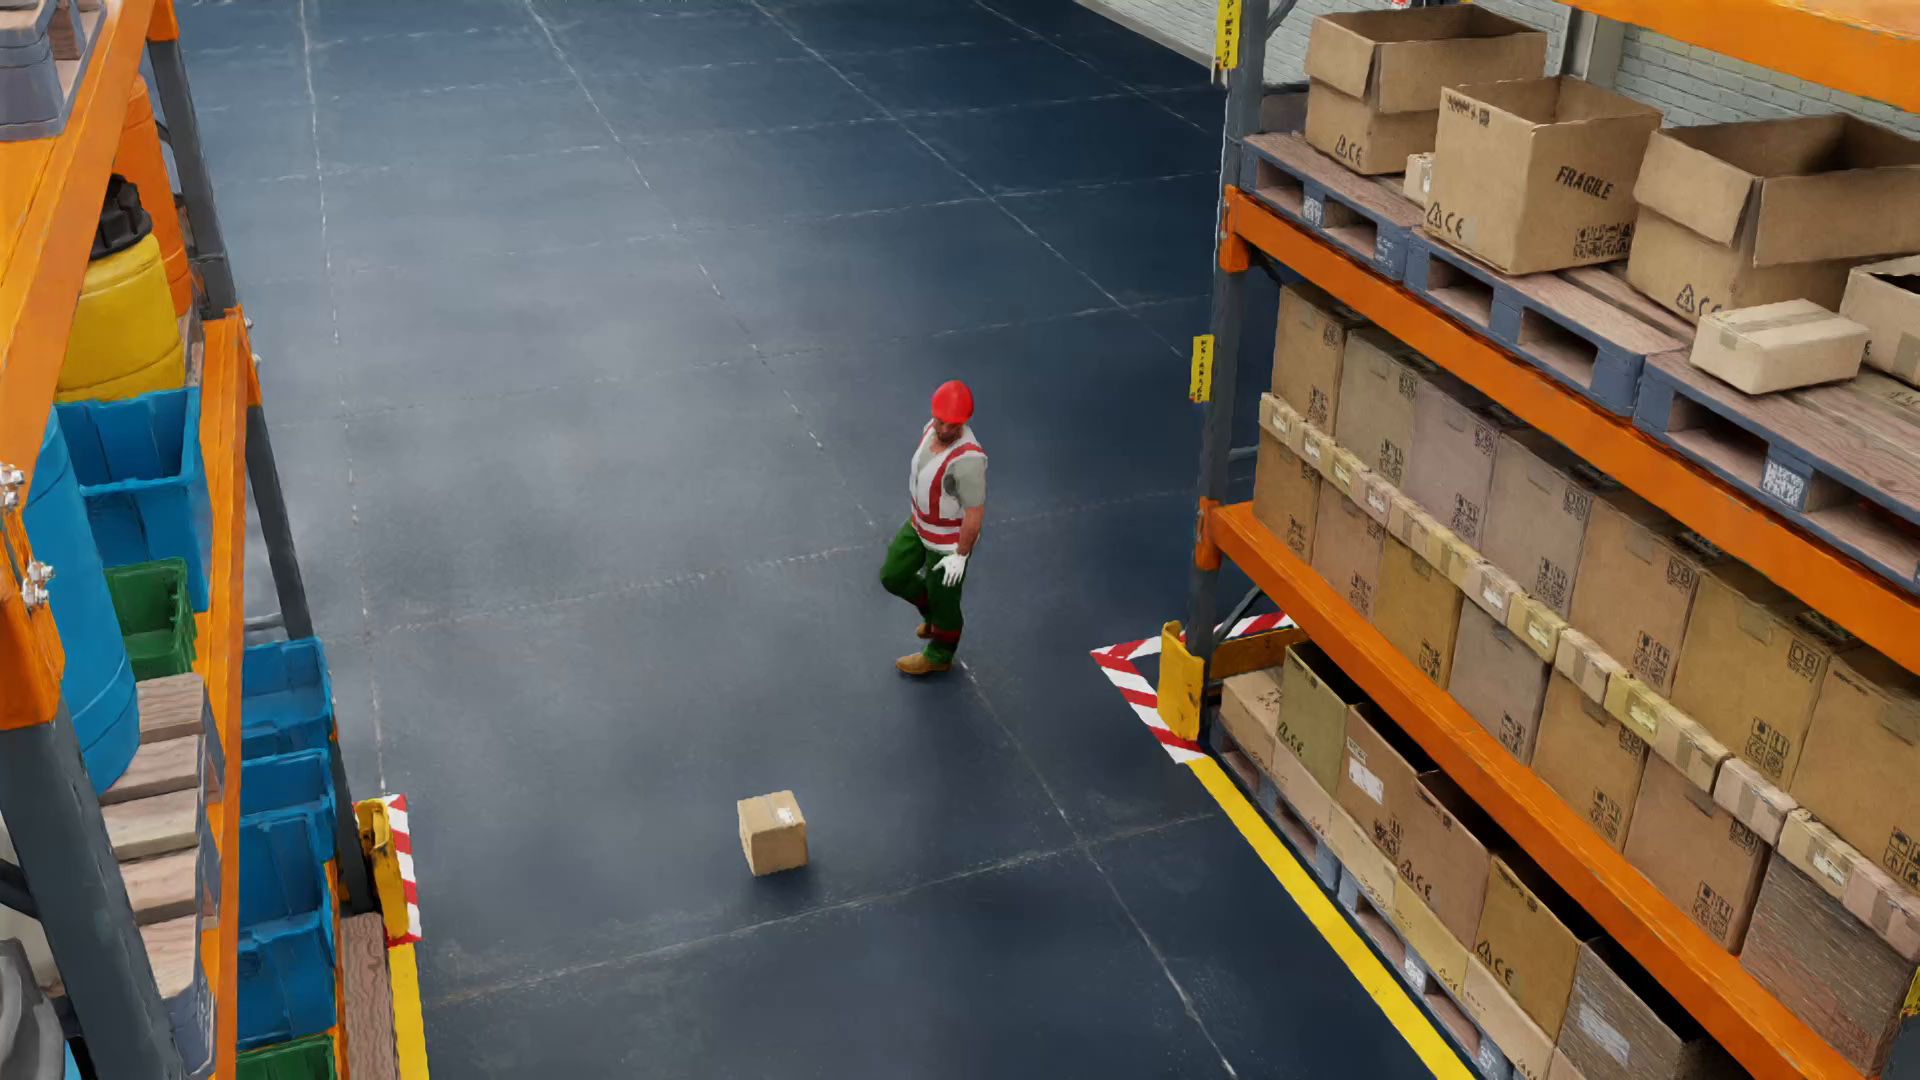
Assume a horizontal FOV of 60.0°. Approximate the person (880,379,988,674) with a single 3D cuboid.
[{"bbox_3d":[-0.146,-0.035,8.367,0.453,1.774,0.728,-11,31,-19],"label":"person"}]
